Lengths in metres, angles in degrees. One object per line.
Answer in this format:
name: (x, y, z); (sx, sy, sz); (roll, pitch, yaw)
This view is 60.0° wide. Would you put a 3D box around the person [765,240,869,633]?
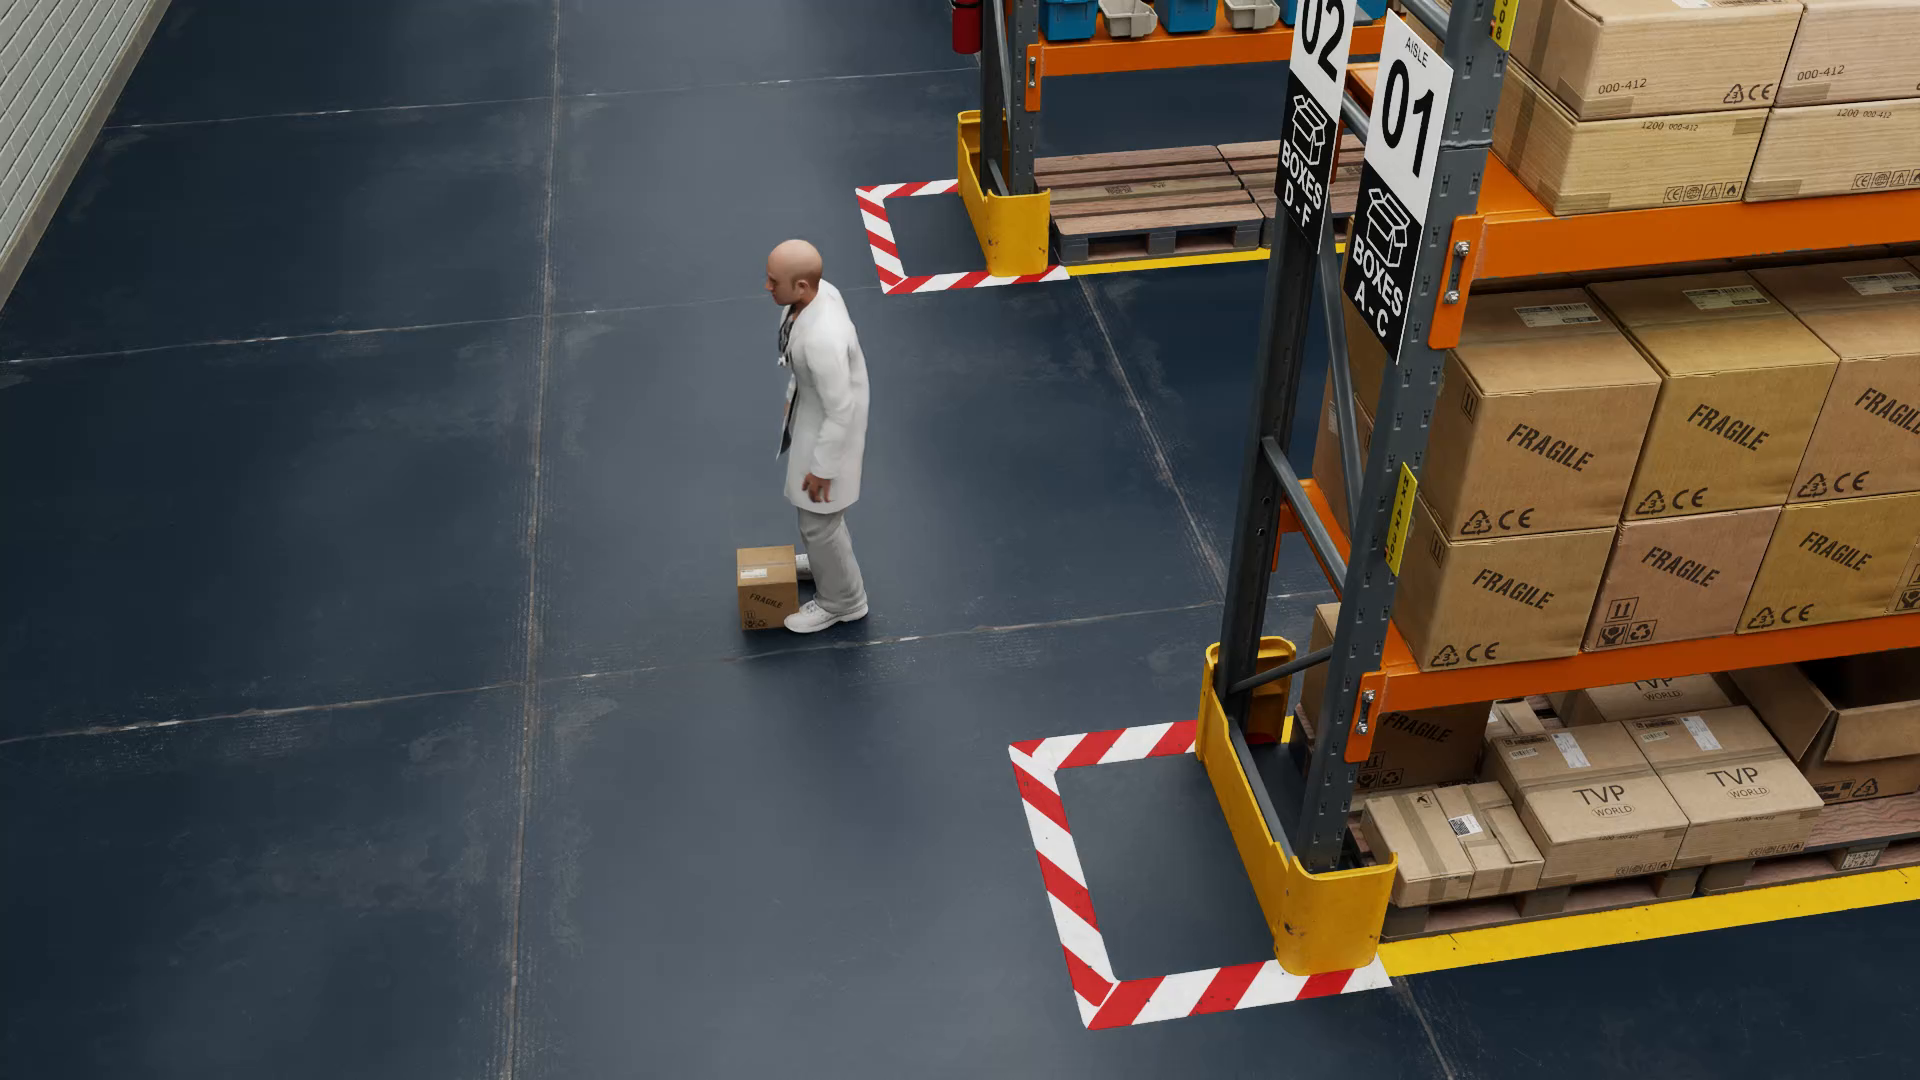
person: (-0.575, -0.417, 6.695); (0.420, 1.775, 0.654); (-8, 39, -10)
